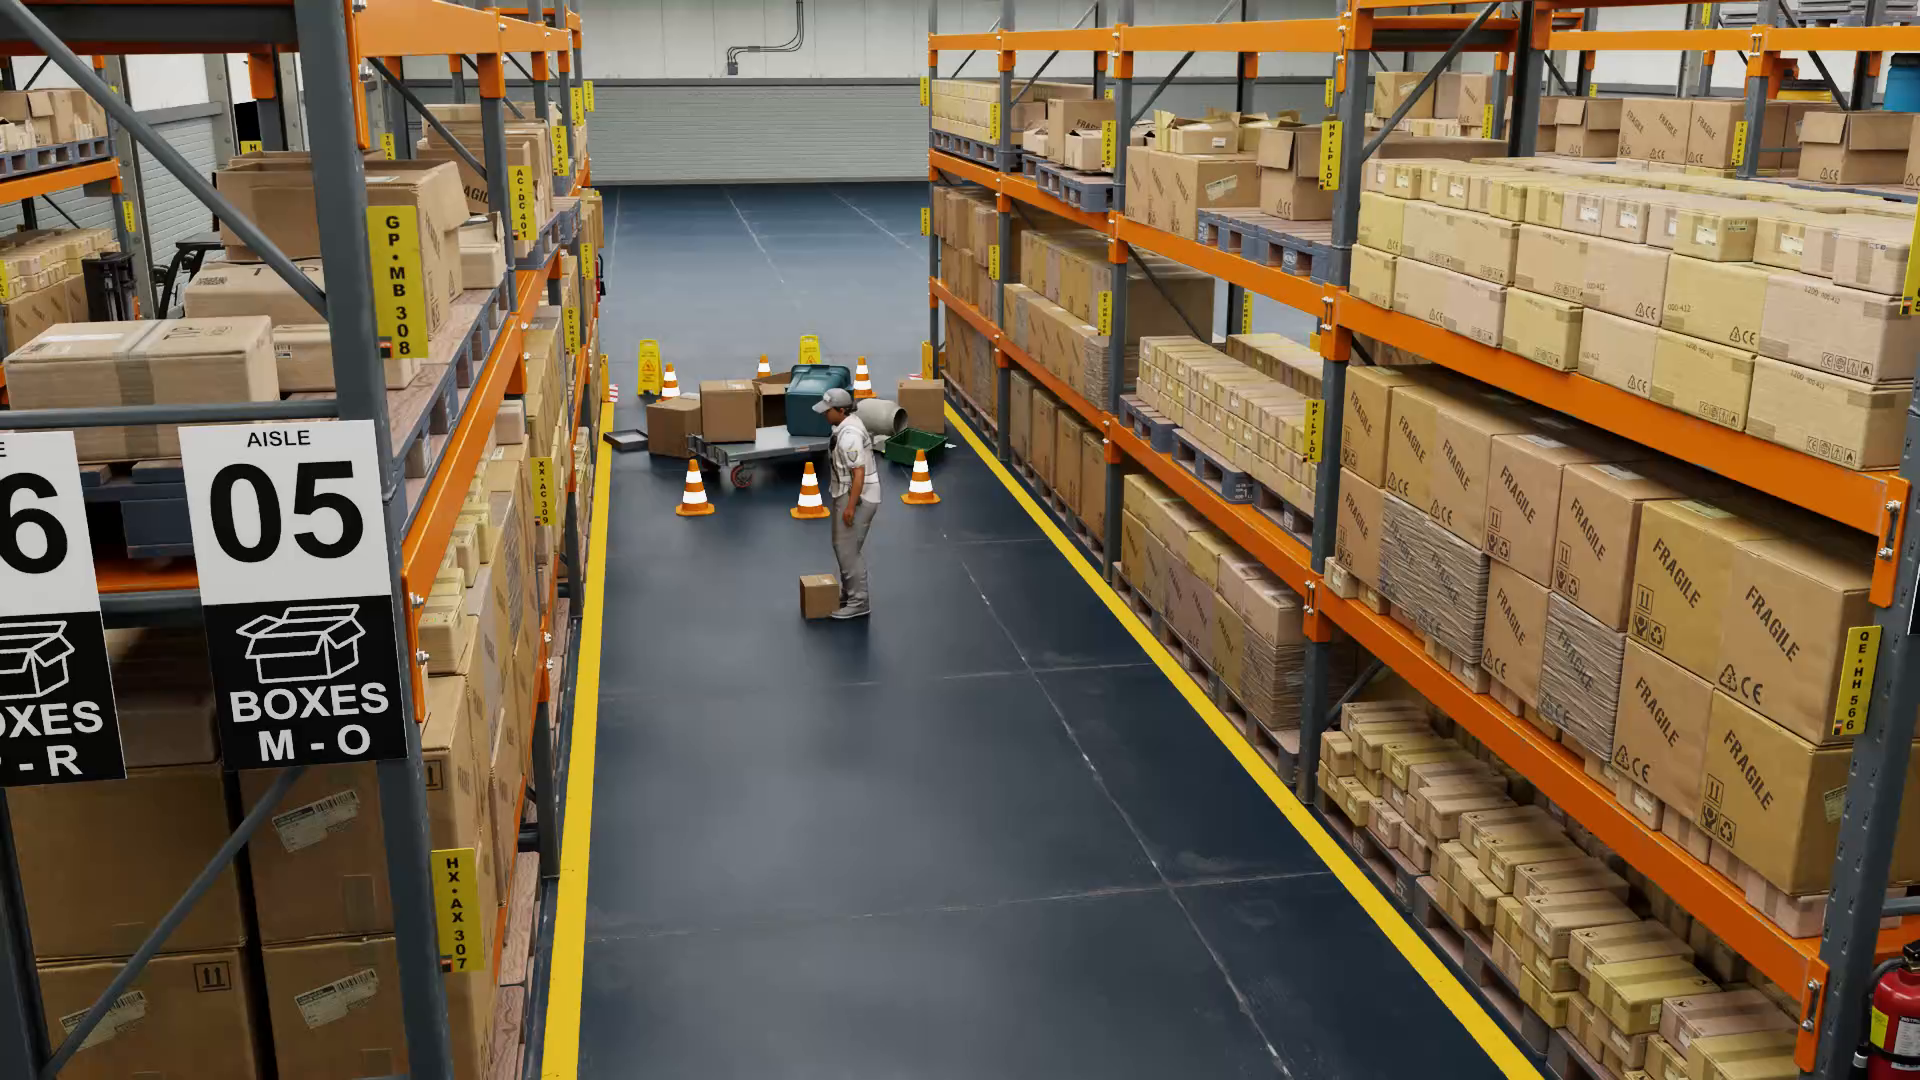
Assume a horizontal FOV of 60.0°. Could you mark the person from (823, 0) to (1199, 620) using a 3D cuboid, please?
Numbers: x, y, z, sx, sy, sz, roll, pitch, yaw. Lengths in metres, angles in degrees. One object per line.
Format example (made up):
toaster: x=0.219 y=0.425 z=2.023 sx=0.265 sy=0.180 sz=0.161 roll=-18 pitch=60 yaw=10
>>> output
person: x=3.257 y=-8.400 z=31.773 sx=16.698 sy=6.001 sz=40.667 roll=-3 pitch=17 yaw=-11
